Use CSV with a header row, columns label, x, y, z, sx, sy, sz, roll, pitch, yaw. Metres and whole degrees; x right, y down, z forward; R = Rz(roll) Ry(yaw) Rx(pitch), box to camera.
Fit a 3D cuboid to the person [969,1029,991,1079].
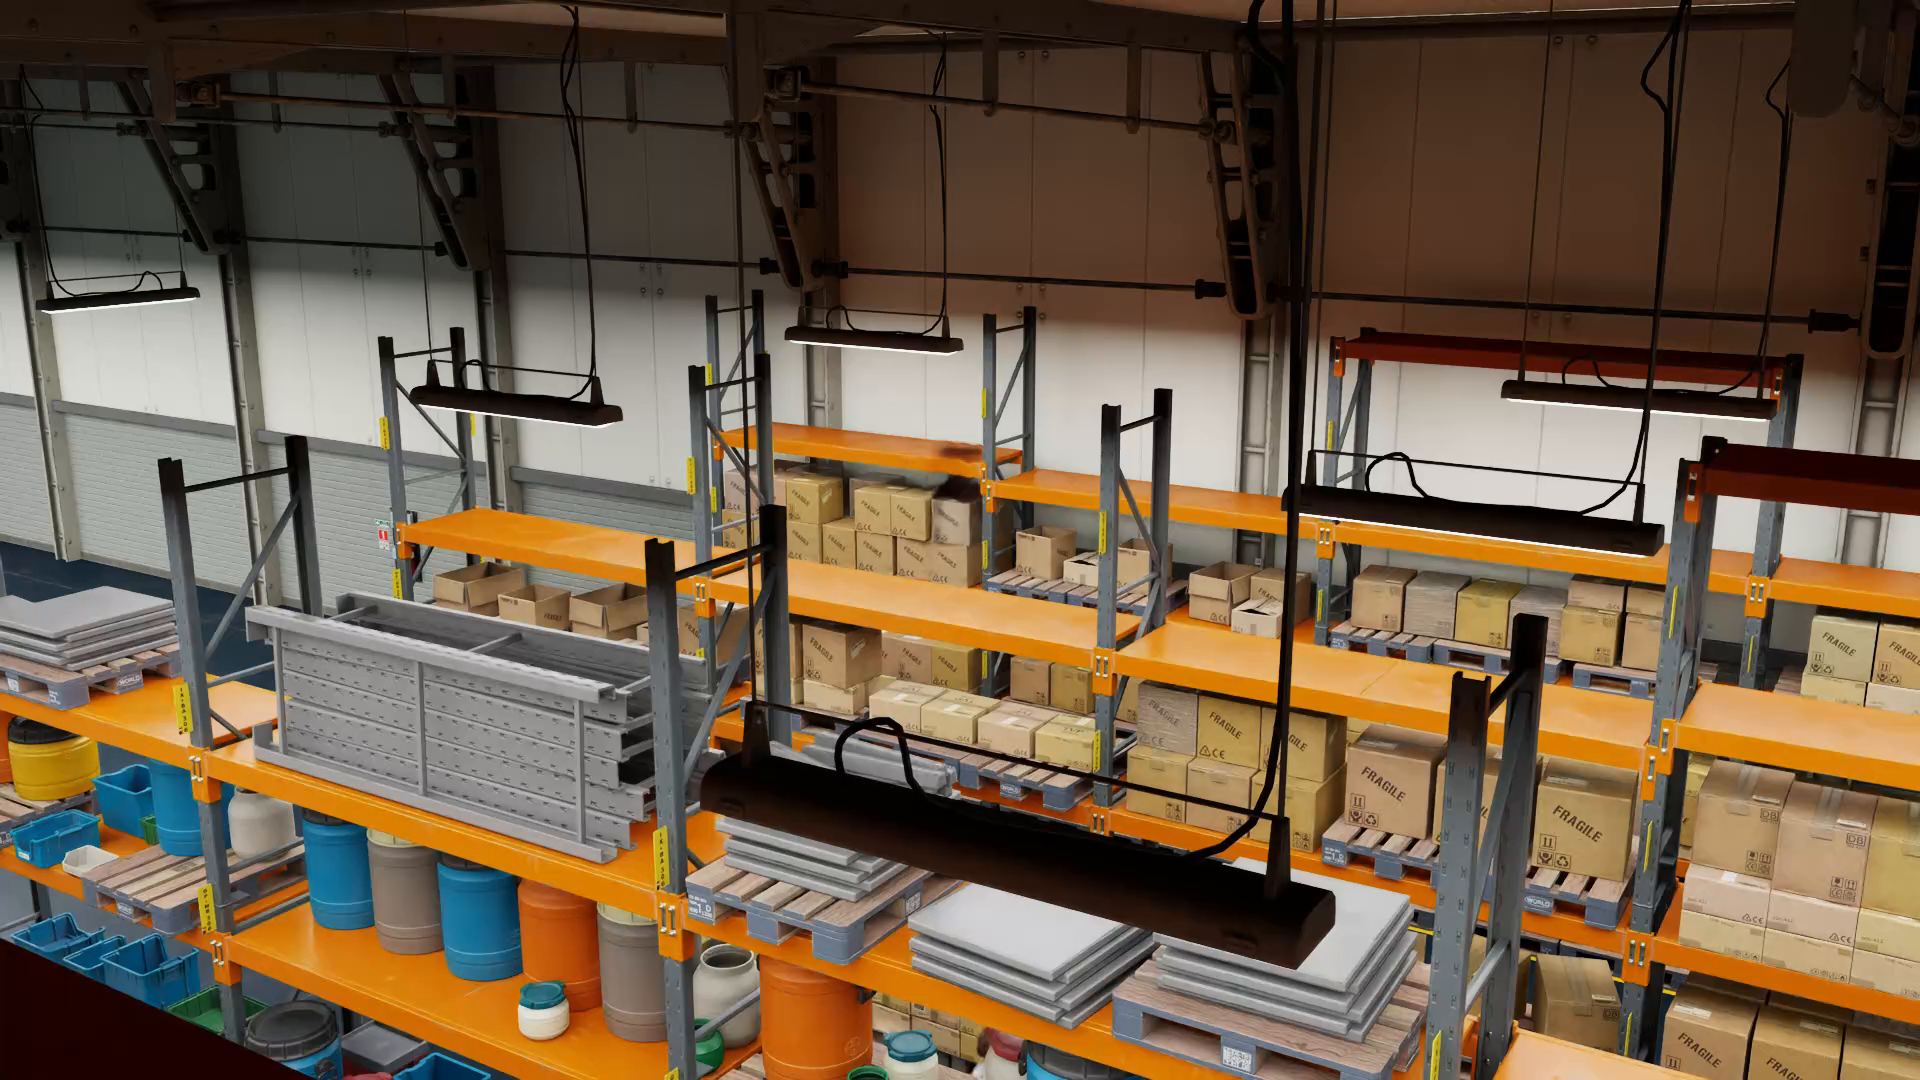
label,x,y,z,sx,sy,sz,roll,pitch,yaw
person,0.277,4.343,12.393,0.847,1.540,0.508,6,15,22
